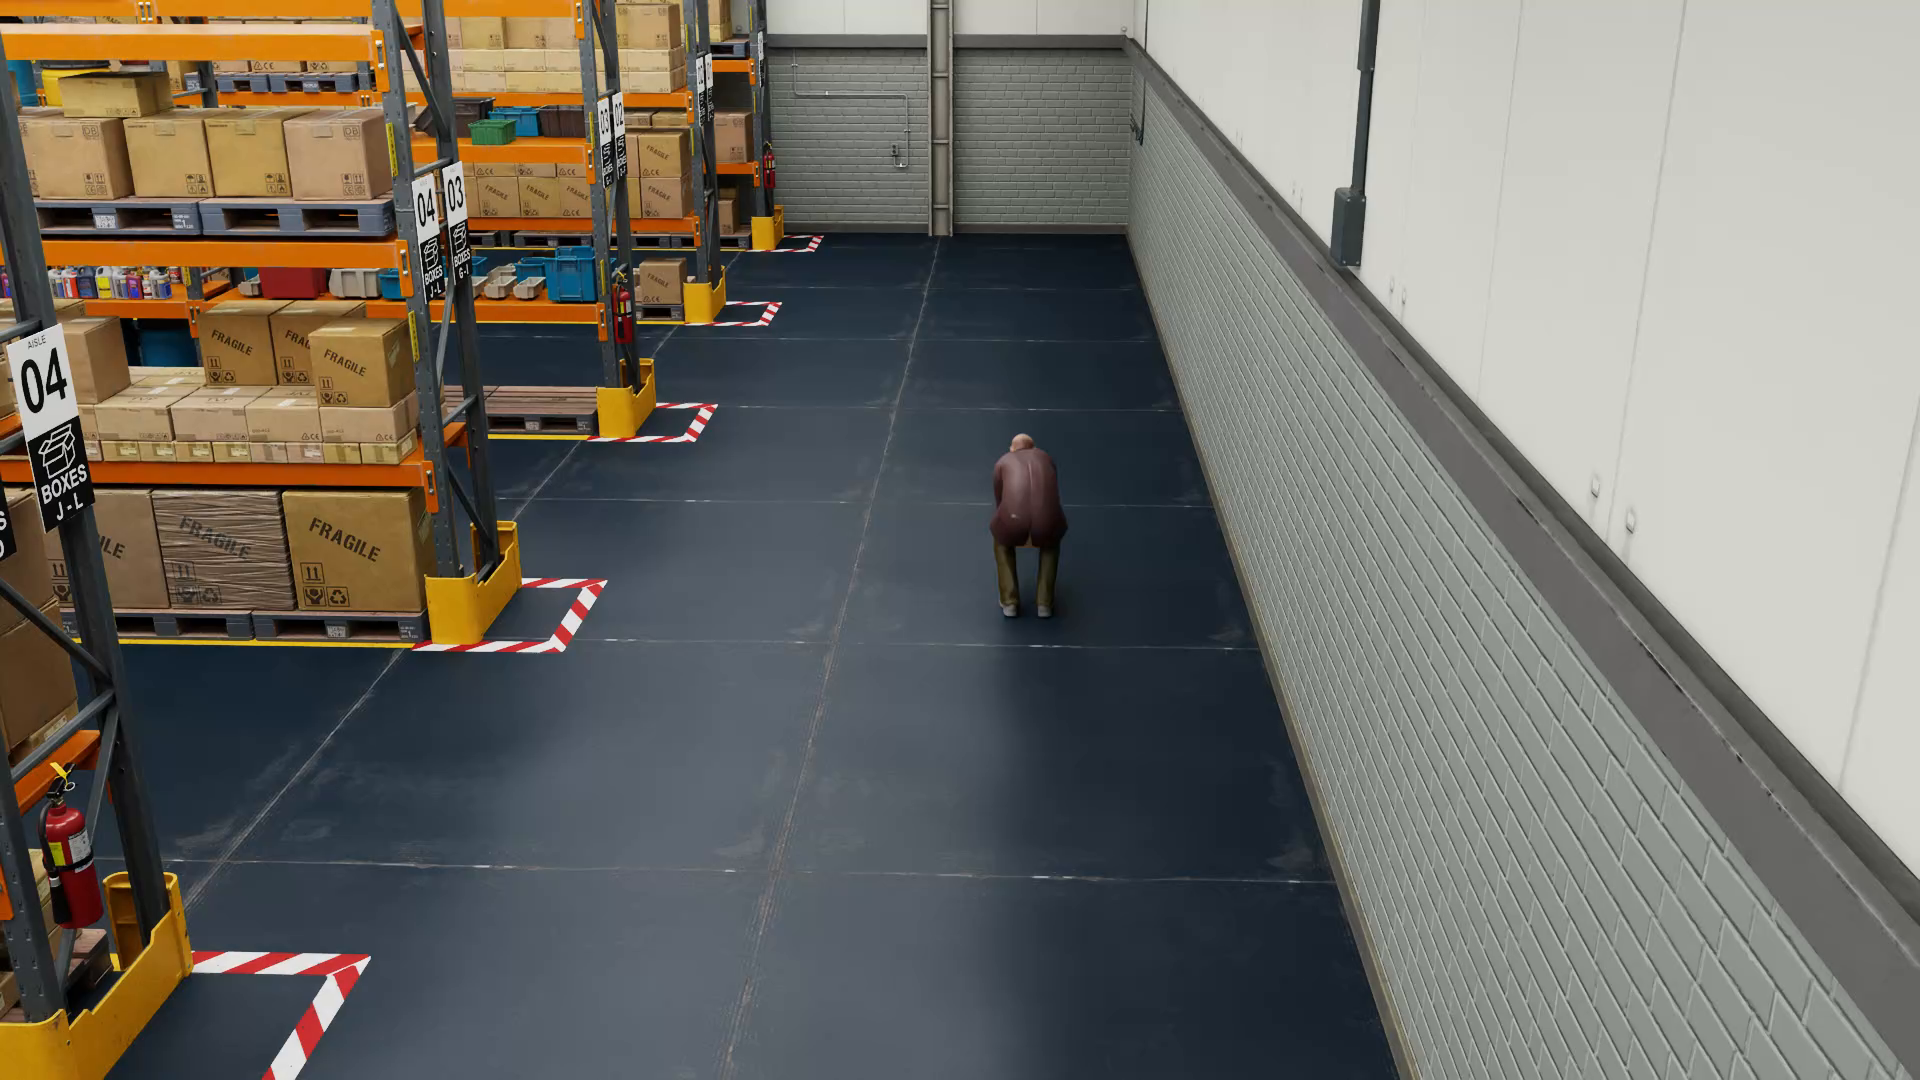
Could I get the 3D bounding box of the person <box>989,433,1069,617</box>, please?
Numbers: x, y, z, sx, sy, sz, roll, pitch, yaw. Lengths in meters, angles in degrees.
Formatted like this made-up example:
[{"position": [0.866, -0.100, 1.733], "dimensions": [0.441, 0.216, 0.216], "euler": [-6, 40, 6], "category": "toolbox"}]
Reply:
[{"position": [0.495, -0.107, 12.235], "dimensions": [0.581, 1.184, 0.931], "euler": [0, 20, -1], "category": "person"}]
